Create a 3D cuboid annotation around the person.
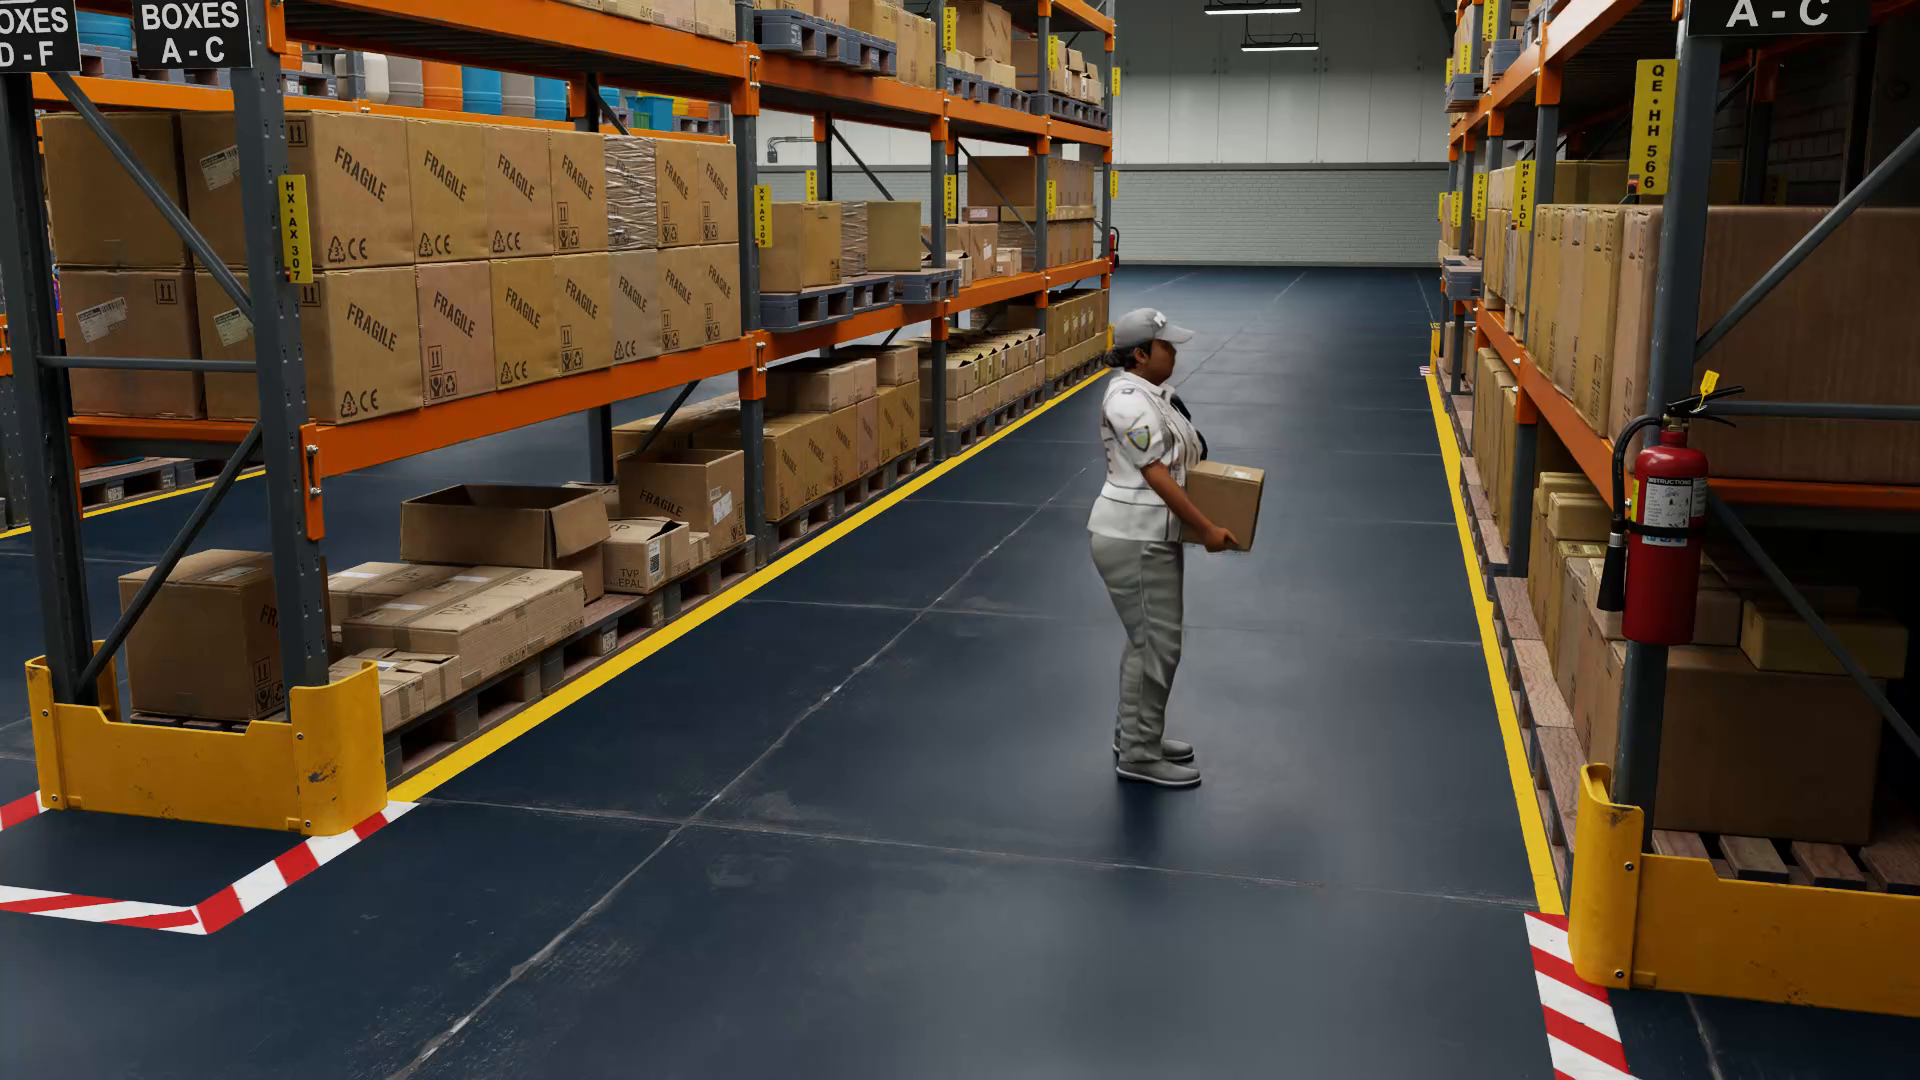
[{"bbox_3d":[0.724,0.019,5.876,0.539,1.662,0.452,3,12,14],"label":"person"}]
